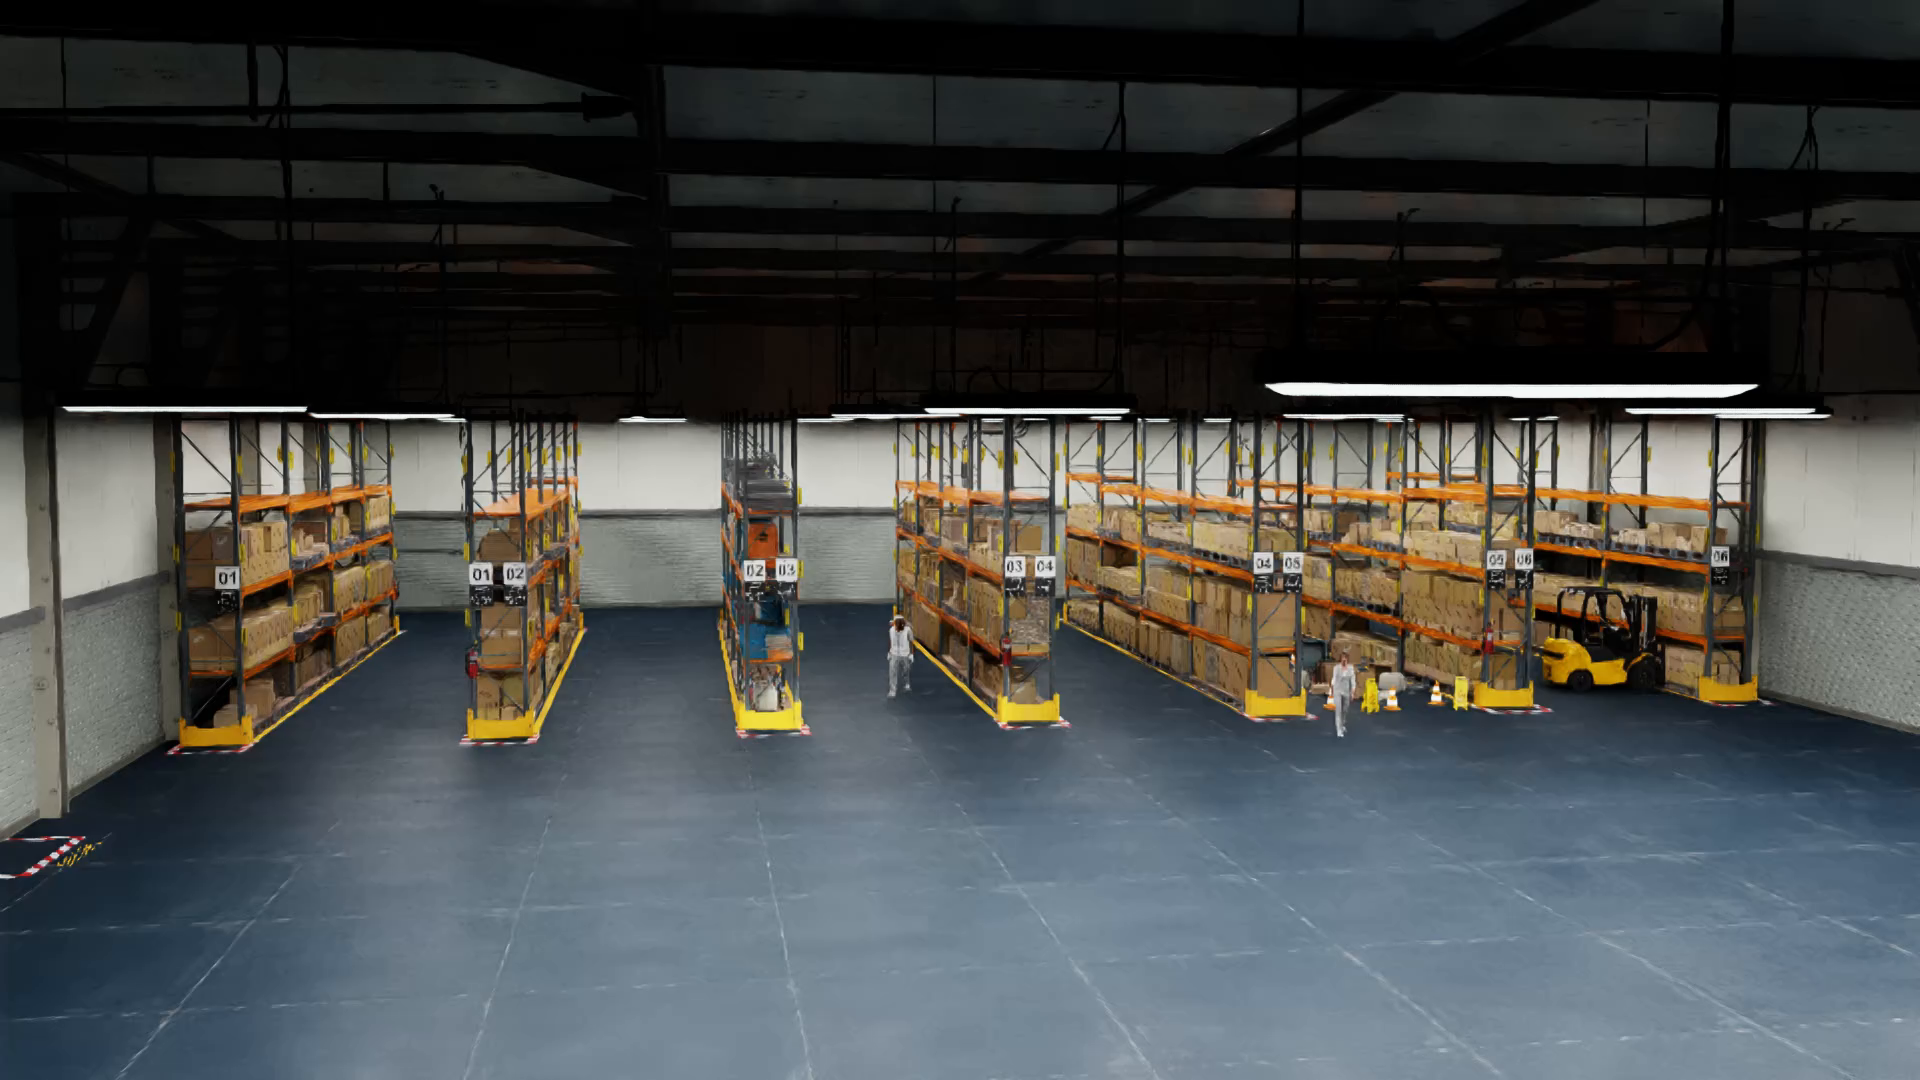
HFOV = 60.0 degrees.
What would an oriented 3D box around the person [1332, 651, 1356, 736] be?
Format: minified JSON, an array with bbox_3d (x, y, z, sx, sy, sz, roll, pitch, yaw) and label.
[{"bbox_3d":[7.060,2.807,30.609,0.407,1.533,0.962,0,4,0],"label":"person"}]

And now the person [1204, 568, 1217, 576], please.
[{"bbox_3d":[7.701,1.328,50.854,0.701,1.718,0.555,-3,5,-38],"label":"person"}]

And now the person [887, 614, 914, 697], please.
[{"bbox_3d":[-1.251,2.408,35.080,0.591,1.746,0.951,0,4,6],"label":"person"}]
